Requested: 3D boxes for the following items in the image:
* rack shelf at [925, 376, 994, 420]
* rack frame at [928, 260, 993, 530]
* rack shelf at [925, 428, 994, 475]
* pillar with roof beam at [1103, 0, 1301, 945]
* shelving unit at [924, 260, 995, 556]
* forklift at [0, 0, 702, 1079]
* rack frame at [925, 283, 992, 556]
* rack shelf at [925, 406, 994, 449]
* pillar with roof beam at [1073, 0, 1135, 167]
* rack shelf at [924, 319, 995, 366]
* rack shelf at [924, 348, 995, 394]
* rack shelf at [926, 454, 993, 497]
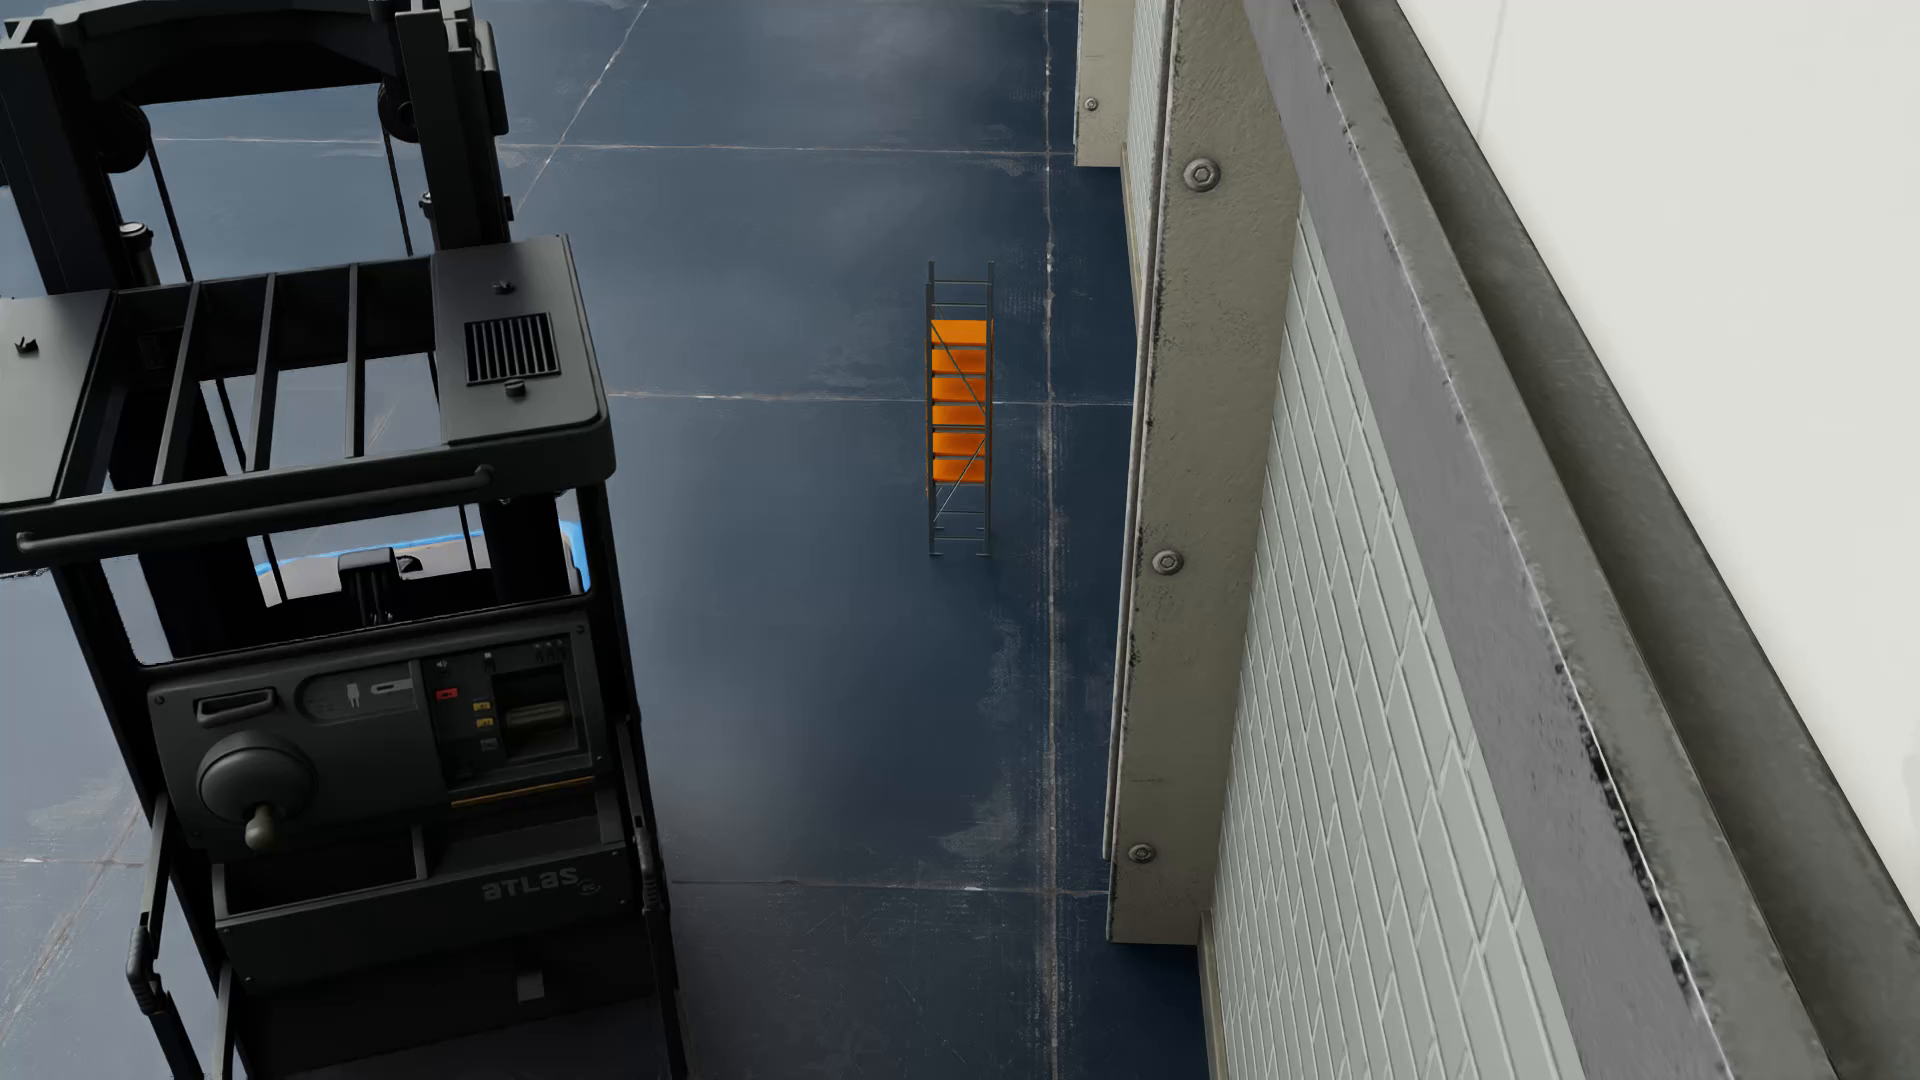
[{"bbox_3d":[-0.001,-0.544,6.350,0.258,0.103,0.180,1,35,2],"label":"rack shelf"},{"bbox_3d":[0.003,-0.535,6.468,0.240,1.200,0.006,1,35,2],"label":"rack frame"},{"bbox_3d":[-0.001,-0.348,6.488,0.258,0.103,0.180,1,35,2],"label":"rack shelf"},{"bbox_3d":[-3.696,-2.678,2.734,9.100,9.000,0.400,1,35,2],"label":"pillar with roof beam"},{"bbox_3d":[-0.001,-0.483,6.393,0.258,1.200,0.189,1,35,2],"label":"shelving unit"},{"bbox_3d":[-1.210,0.487,3.507,1.130,2.935,3.031,-9,36,-13],"label":"forklift"},{"bbox_3d":[-0.004,-0.430,6.318,0.240,1.200,0.006,1,35,2],"label":"rack frame"},{"bbox_3d":[-0.001,-0.446,6.419,0.258,0.103,0.180,1,35,2],"label":"rack shelf"},{"bbox_3d":[-3.455,-6.125,7.639,9.100,9.000,0.400,1,35,2],"label":"pillar with roof beam"},{"bbox_3d":[-0.001,-0.741,6.212,0.258,0.103,0.180,1,35,2],"label":"rack shelf"},{"bbox_3d":[-0.001,-0.643,6.281,0.258,0.103,0.180,1,35,2],"label":"rack shelf"},{"bbox_3d":[-0.001,-0.250,6.557,0.258,0.103,0.180,1,35,2],"label":"rack shelf"}]
